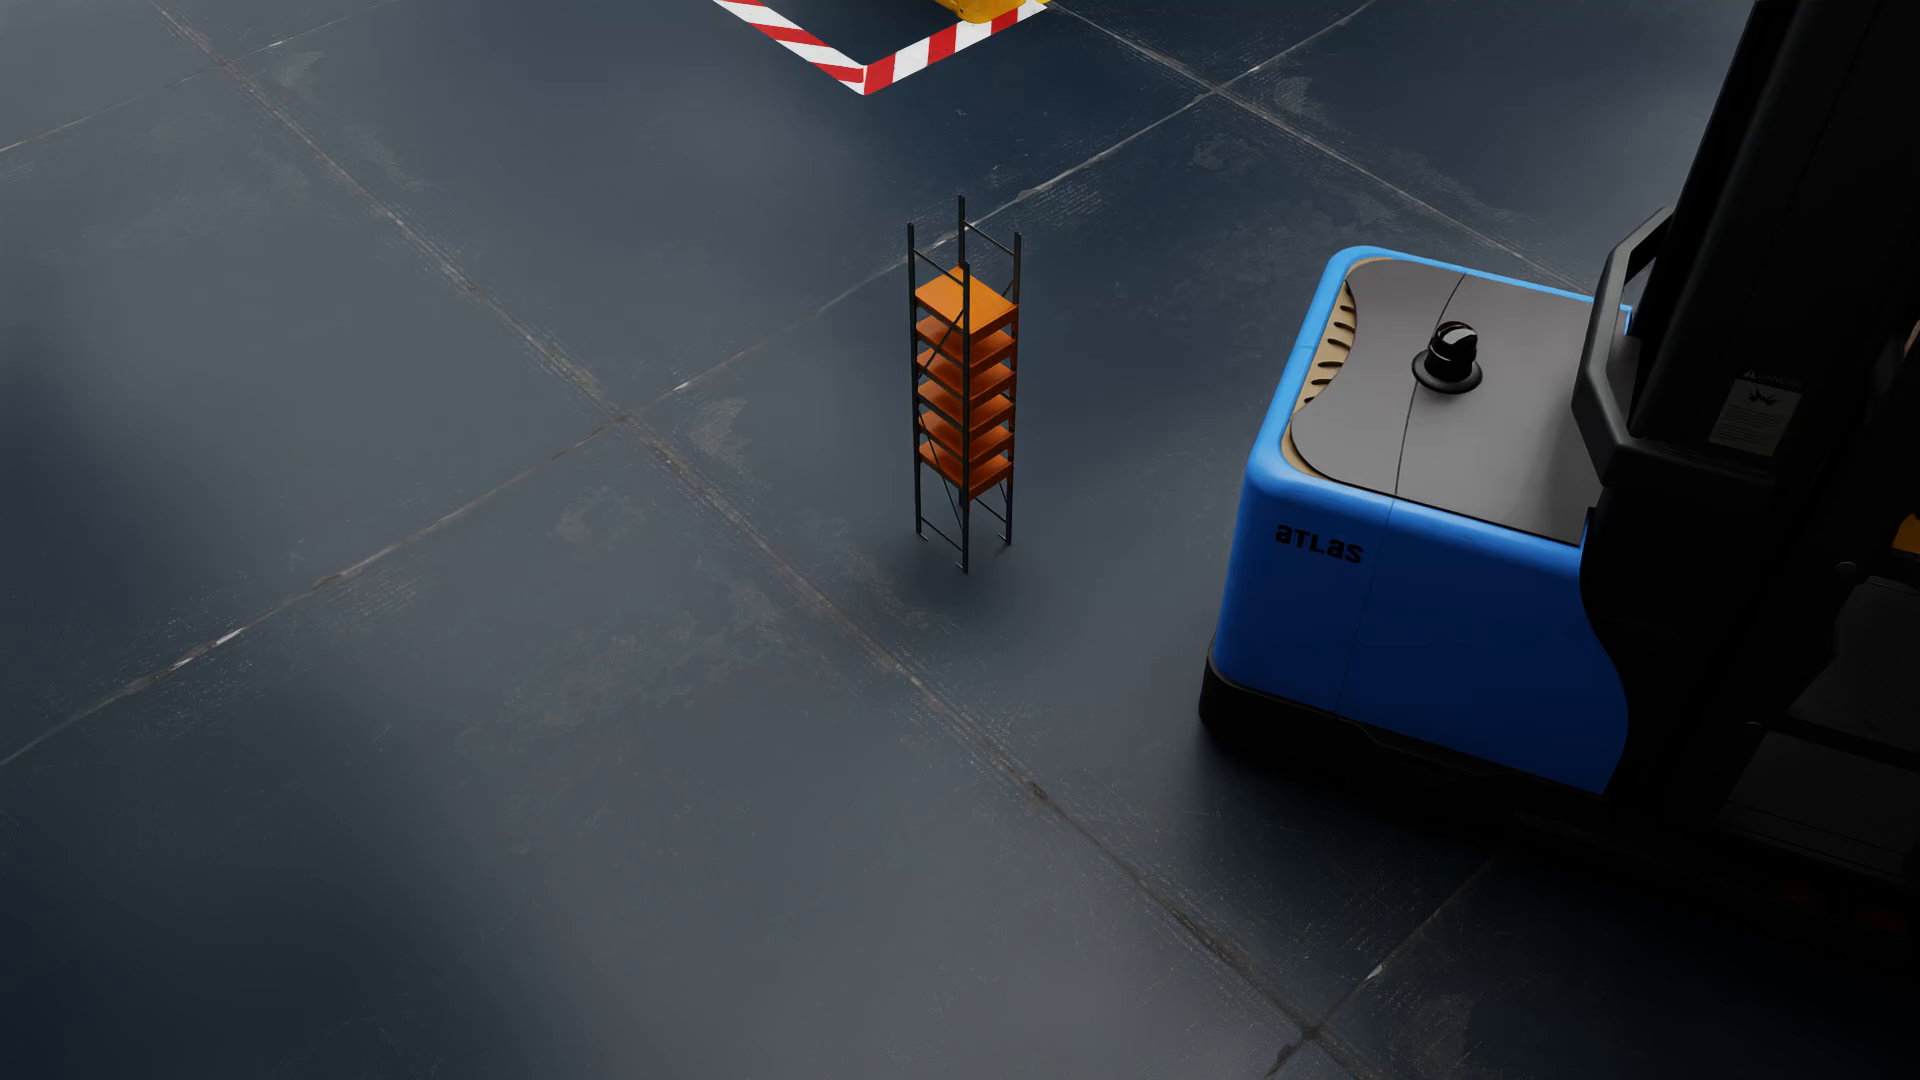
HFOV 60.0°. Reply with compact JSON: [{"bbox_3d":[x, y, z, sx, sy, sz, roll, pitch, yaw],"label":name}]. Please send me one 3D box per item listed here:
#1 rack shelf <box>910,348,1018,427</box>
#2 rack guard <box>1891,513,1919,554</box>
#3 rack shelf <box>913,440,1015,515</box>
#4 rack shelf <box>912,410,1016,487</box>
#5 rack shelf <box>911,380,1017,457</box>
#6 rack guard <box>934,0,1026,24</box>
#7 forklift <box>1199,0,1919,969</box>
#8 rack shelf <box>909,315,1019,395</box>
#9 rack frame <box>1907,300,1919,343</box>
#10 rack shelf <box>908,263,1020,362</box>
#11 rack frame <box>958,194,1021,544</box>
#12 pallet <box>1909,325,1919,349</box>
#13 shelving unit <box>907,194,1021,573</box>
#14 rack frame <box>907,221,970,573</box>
[{"bbox_3d":[0.011,-0.465,4.760,0.180,0.103,0.258,-34,56,-27],"label":"rack shelf"},{"bbox_3d":[3.068,-0.094,4.997,0.348,0.500,1.175,-34,56,-27],"label":"rack guard"},{"bbox_3d":[0.011,-0.221,5.025,0.180,0.103,0.258,-34,56,-27],"label":"rack shelf"},{"bbox_3d":[0.011,-0.303,4.936,0.180,0.103,0.258,-34,56,-27],"label":"rack shelf"},{"bbox_3d":[0.011,-0.384,4.848,0.180,0.103,0.258,-34,56,-27],"label":"rack shelf"},{"bbox_3d":[-0.194,-2.835,7.526,0.348,0.500,1.175,-34,56,-27],"label":"rack guard"},{"bbox_3d":[2.244,-0.357,3.586,3.031,2.935,1.130,16,49,15],"label":"forklift"},{"bbox_3d":[0.011,-0.547,4.672,0.180,0.103,0.258,-34,56,-27],"label":"rack shelf"},{"bbox_3d":[3.085,-0.954,4.089,0.127,3.000,1.000,-34,56,-27],"label":"rack frame"},{"bbox_3d":[0.011,-0.628,4.584,0.180,0.103,0.258,-34,56,-27],"label":"rack shelf"},{"bbox_3d":[0.078,-0.459,4.857,0.006,1.200,0.240,-34,56,-27],"label":"rack frame"},{"bbox_3d":[3.624,-0.446,5.518,1.213,0.211,1.003,-34,56,-27],"label":"pallet"},{"bbox_3d":[0.011,-0.414,4.816,0.189,1.200,0.258,-34,56,-27],"label":"shelving unit"},{"bbox_3d":[-0.057,-0.369,4.774,0.006,1.200,0.240,-34,56,-27],"label":"rack frame"}]
